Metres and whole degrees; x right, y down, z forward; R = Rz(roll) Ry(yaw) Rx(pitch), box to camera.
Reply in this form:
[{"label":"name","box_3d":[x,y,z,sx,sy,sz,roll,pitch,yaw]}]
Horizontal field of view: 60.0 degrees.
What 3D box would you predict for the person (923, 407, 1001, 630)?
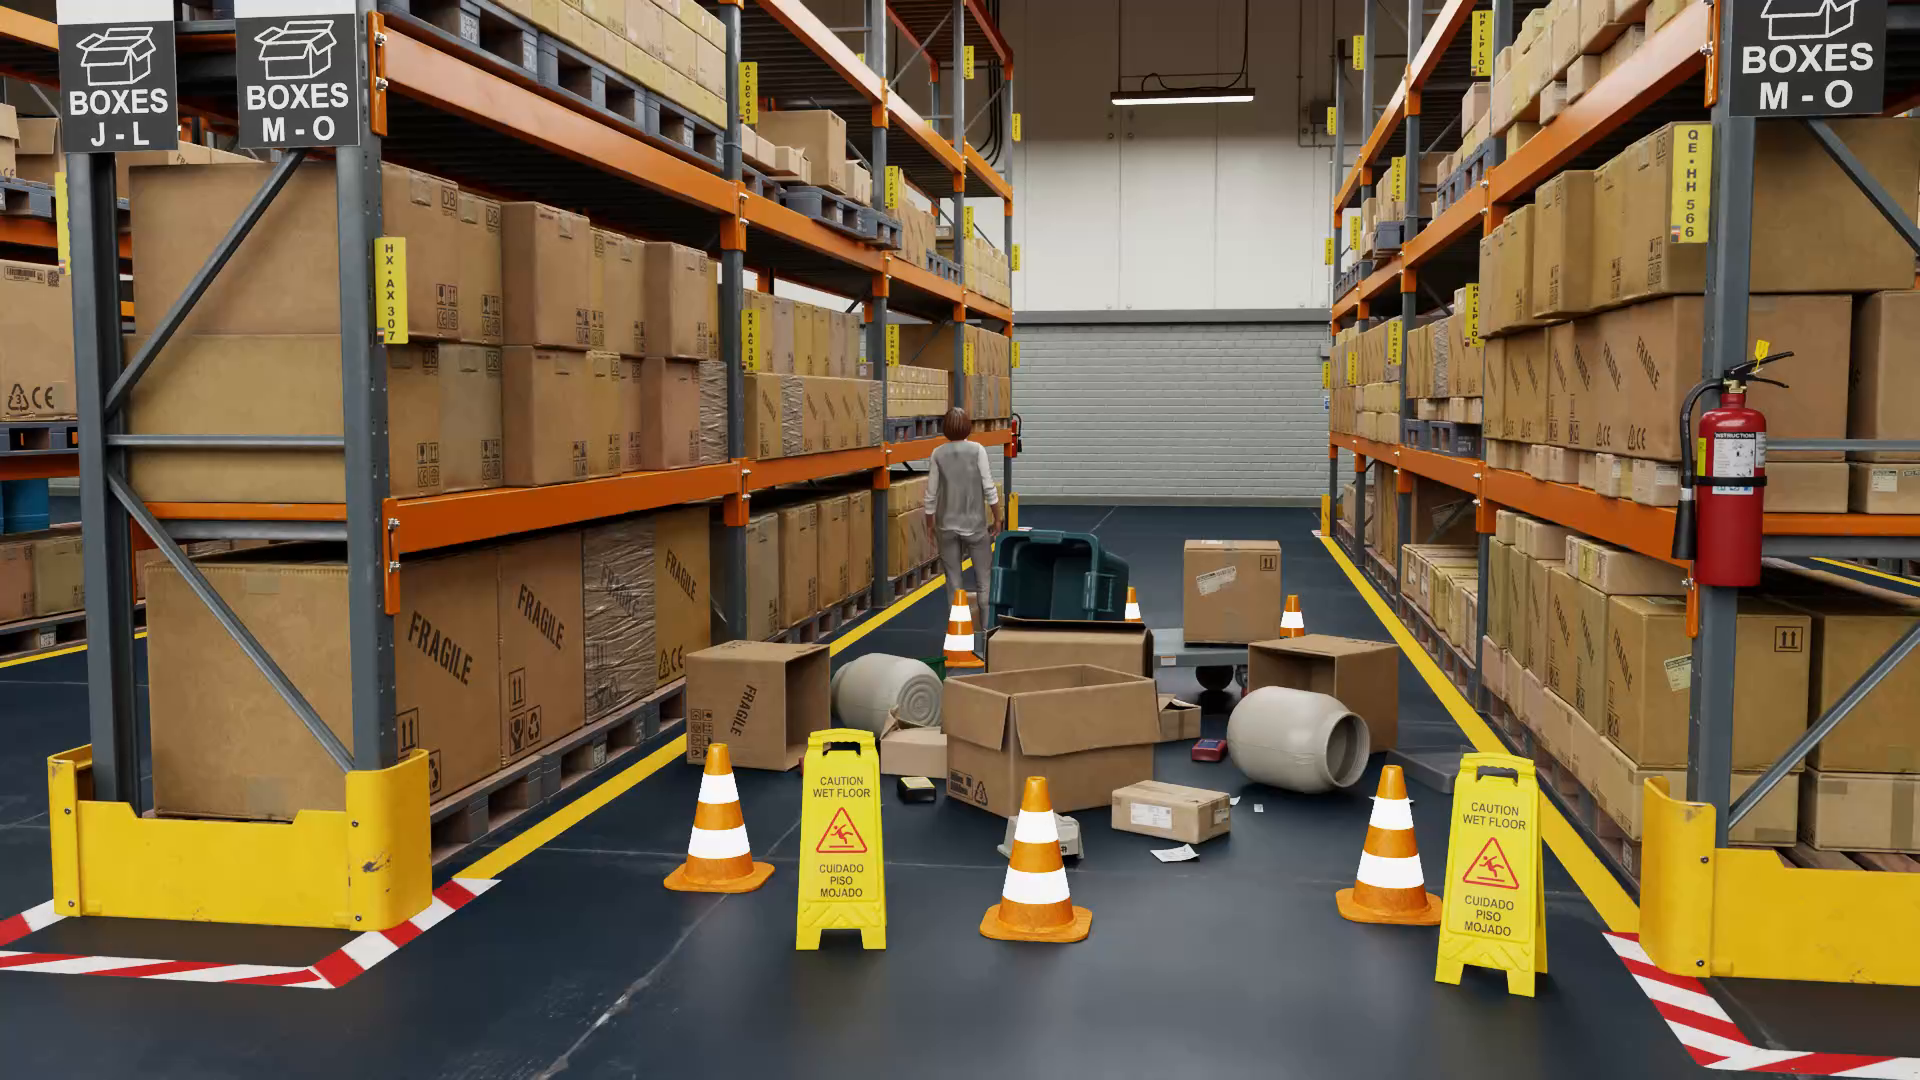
[{"label":"person","box_3d":[0.033,-0.072,10.894,0.520,1.596,0.475,1,5,8]}]
